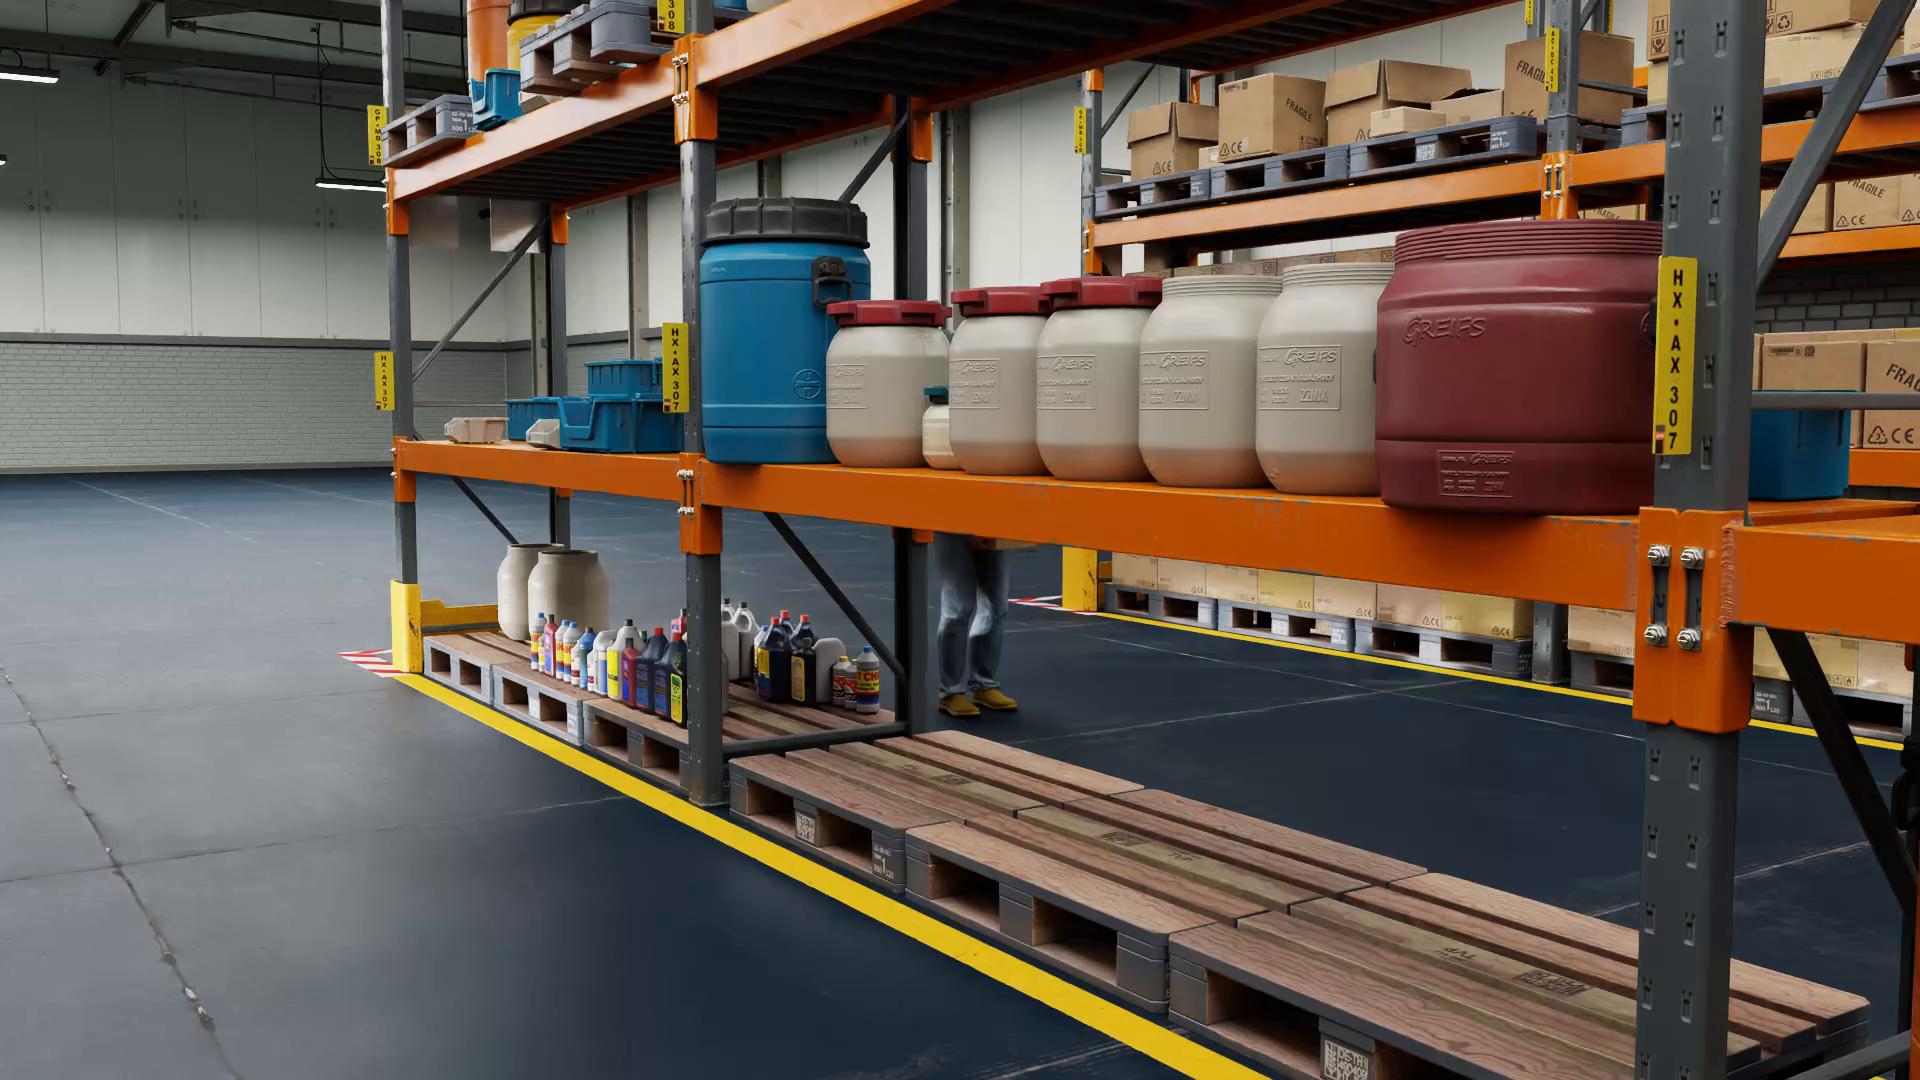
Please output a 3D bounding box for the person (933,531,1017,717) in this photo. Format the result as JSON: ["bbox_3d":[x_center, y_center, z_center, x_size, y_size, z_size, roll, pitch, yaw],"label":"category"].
[{"bbox_3d":[0.116,-0.030,8.097,0.504,1.758,0.581,-3,6,-34],"label":"person"}]
